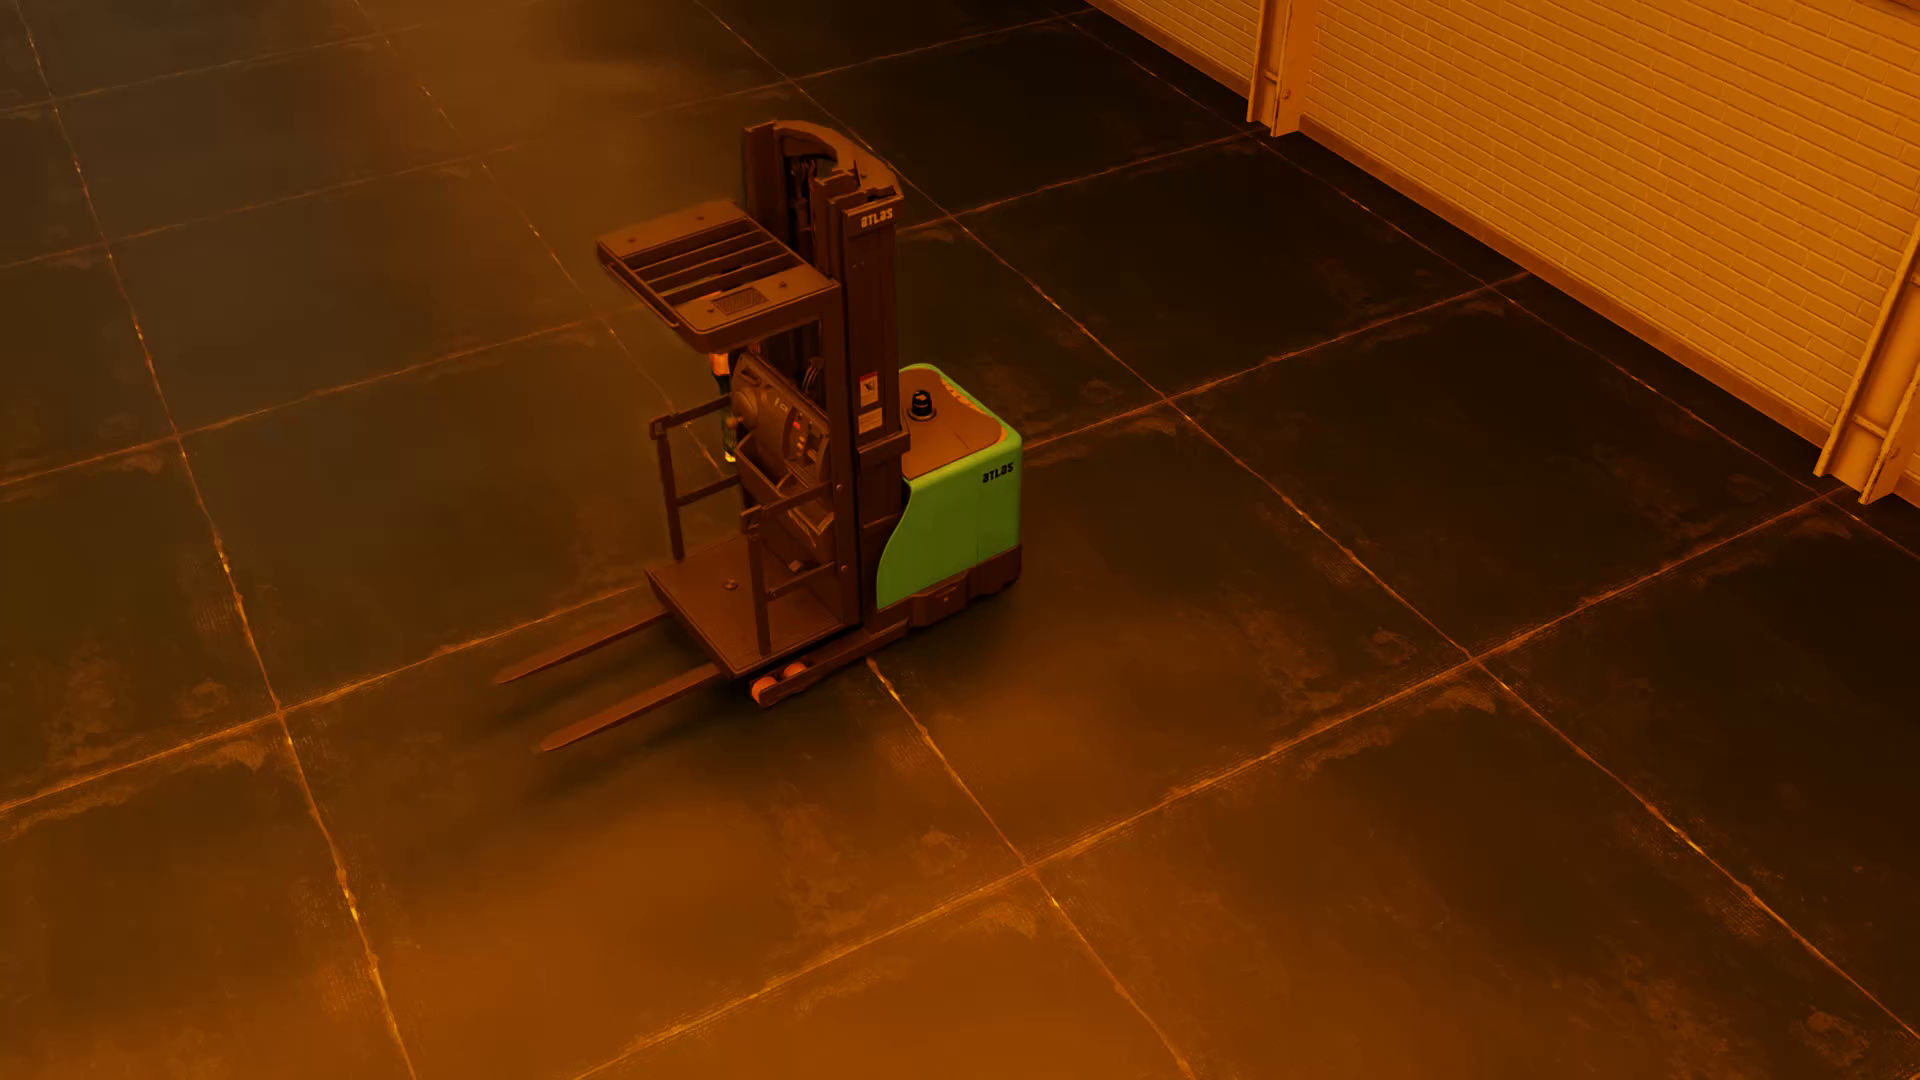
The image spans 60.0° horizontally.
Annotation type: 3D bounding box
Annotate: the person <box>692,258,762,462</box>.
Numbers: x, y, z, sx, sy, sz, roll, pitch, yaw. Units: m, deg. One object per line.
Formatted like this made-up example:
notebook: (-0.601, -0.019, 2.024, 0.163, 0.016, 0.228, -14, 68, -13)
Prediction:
person: (-1.384, -1.254, 10.728, 0.637, 1.446, 0.714, 5, 40, 6)

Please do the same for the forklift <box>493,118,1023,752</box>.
forklift: (-1.127, -0.591, 8.749, 3.031, 2.935, 1.130, -24, 46, -27)
